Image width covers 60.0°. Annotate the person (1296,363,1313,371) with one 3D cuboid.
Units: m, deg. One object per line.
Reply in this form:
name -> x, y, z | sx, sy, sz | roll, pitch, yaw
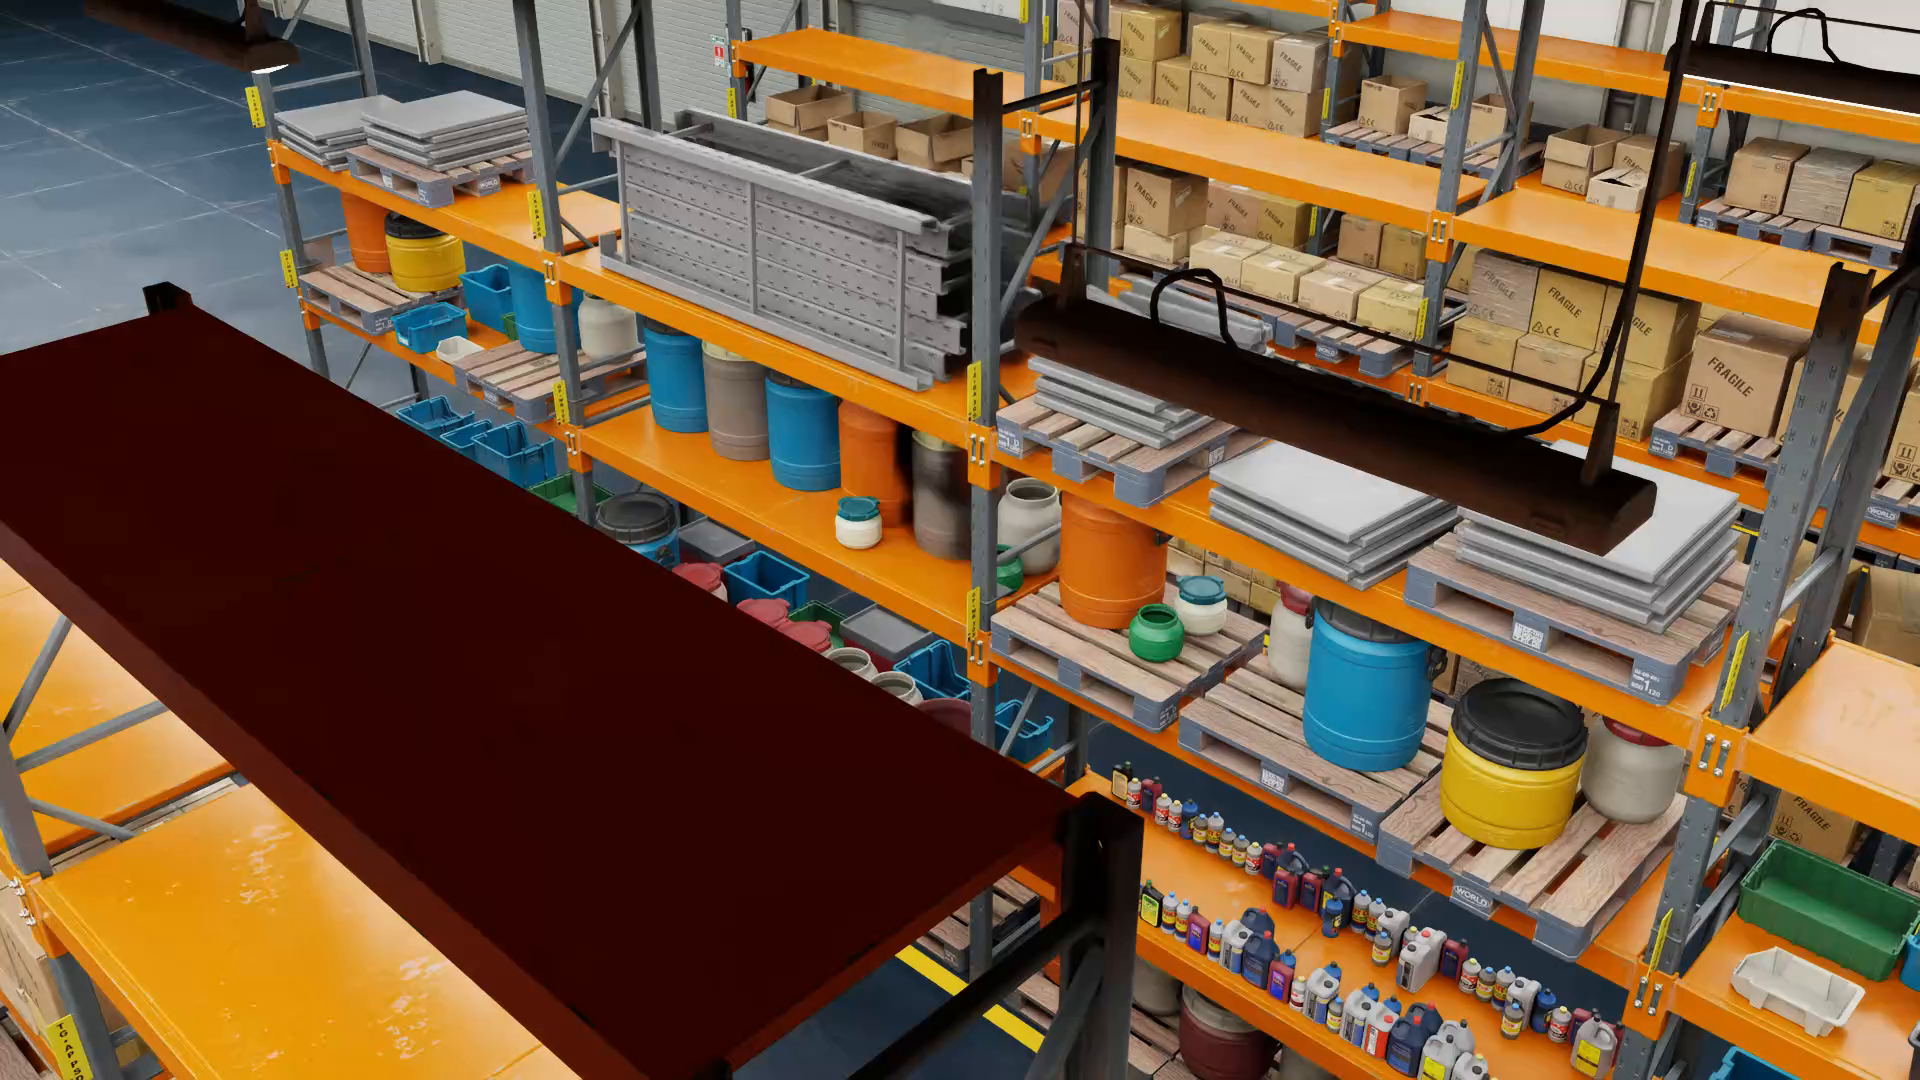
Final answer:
person -> 3.267, -0.921, 16.187 | 0.782, 1.684, 0.578 | 18, 34, 29
